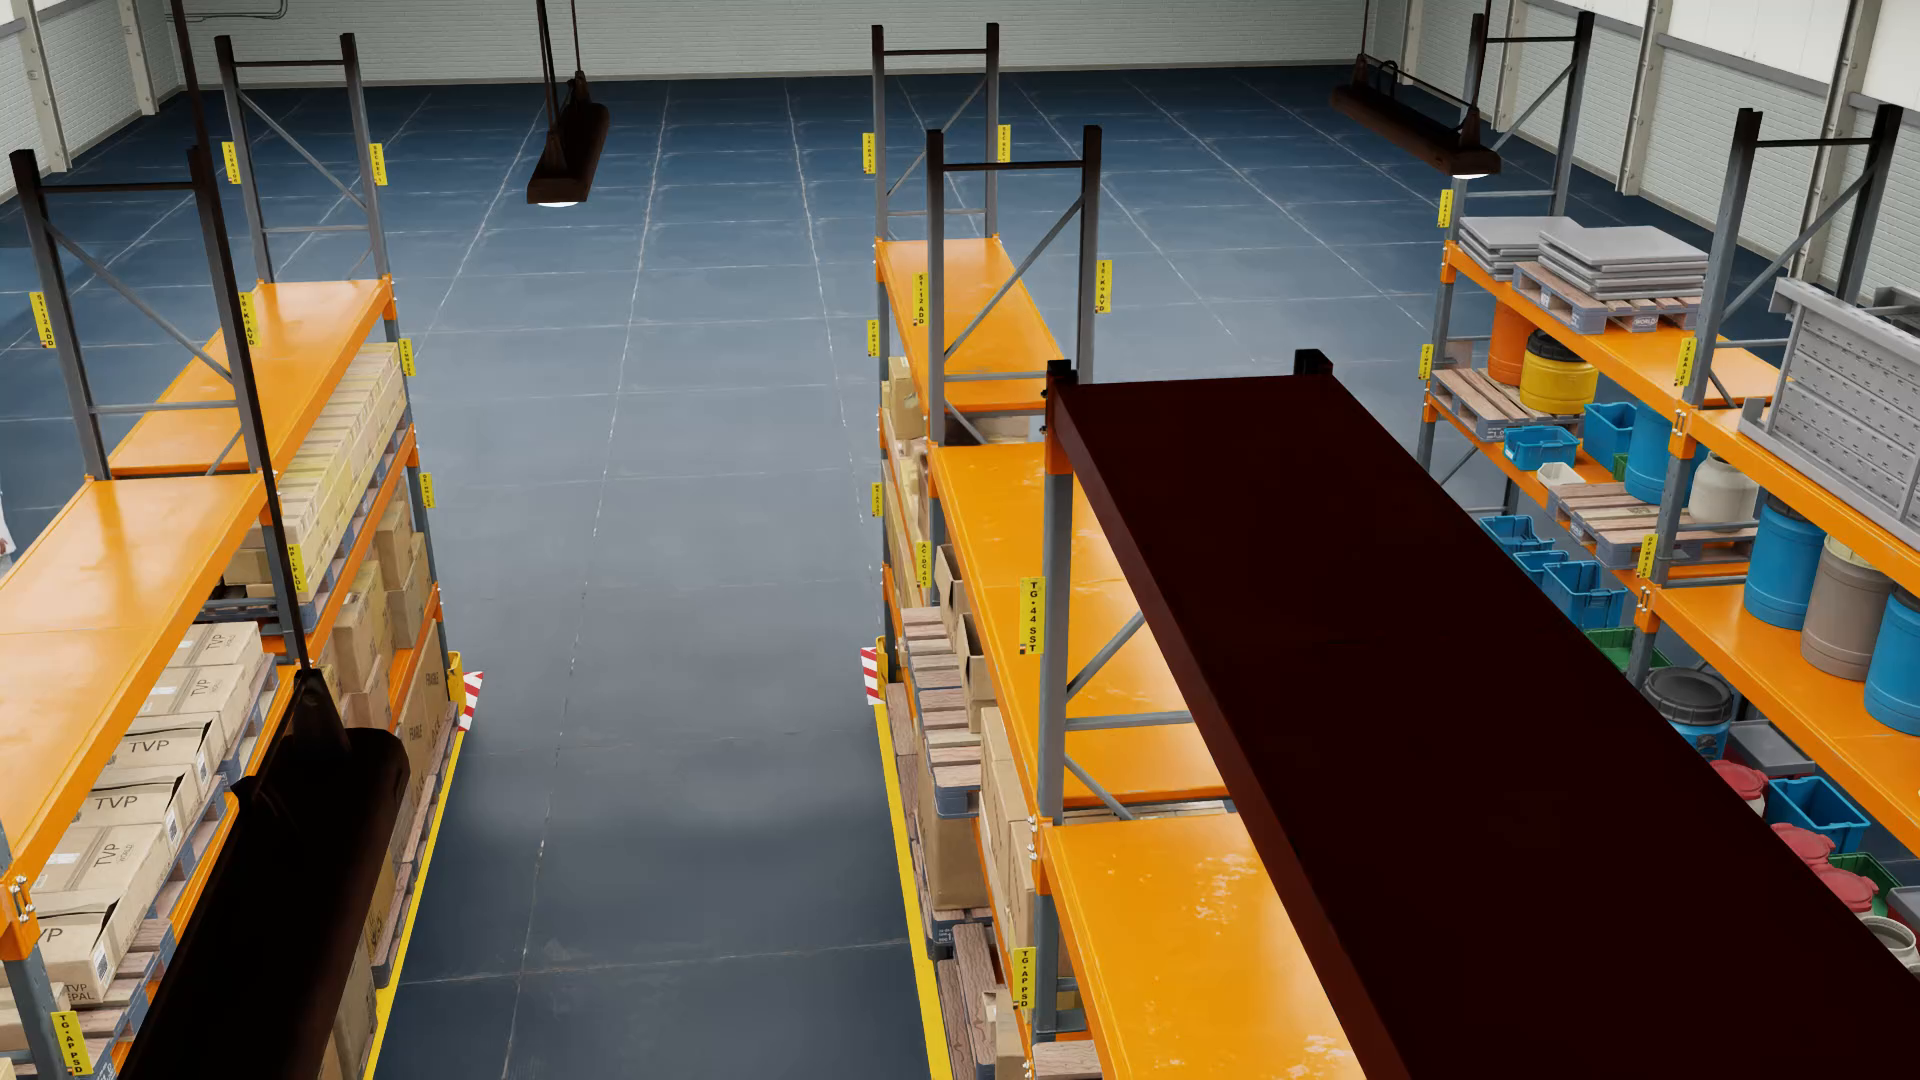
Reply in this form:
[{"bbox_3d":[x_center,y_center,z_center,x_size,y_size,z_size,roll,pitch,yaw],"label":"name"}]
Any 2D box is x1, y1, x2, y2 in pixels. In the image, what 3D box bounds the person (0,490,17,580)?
[{"bbox_3d":[-9.673,-0.108,16.657,0.420,1.777,0.638,-22,33,-39],"label":"person"}]
